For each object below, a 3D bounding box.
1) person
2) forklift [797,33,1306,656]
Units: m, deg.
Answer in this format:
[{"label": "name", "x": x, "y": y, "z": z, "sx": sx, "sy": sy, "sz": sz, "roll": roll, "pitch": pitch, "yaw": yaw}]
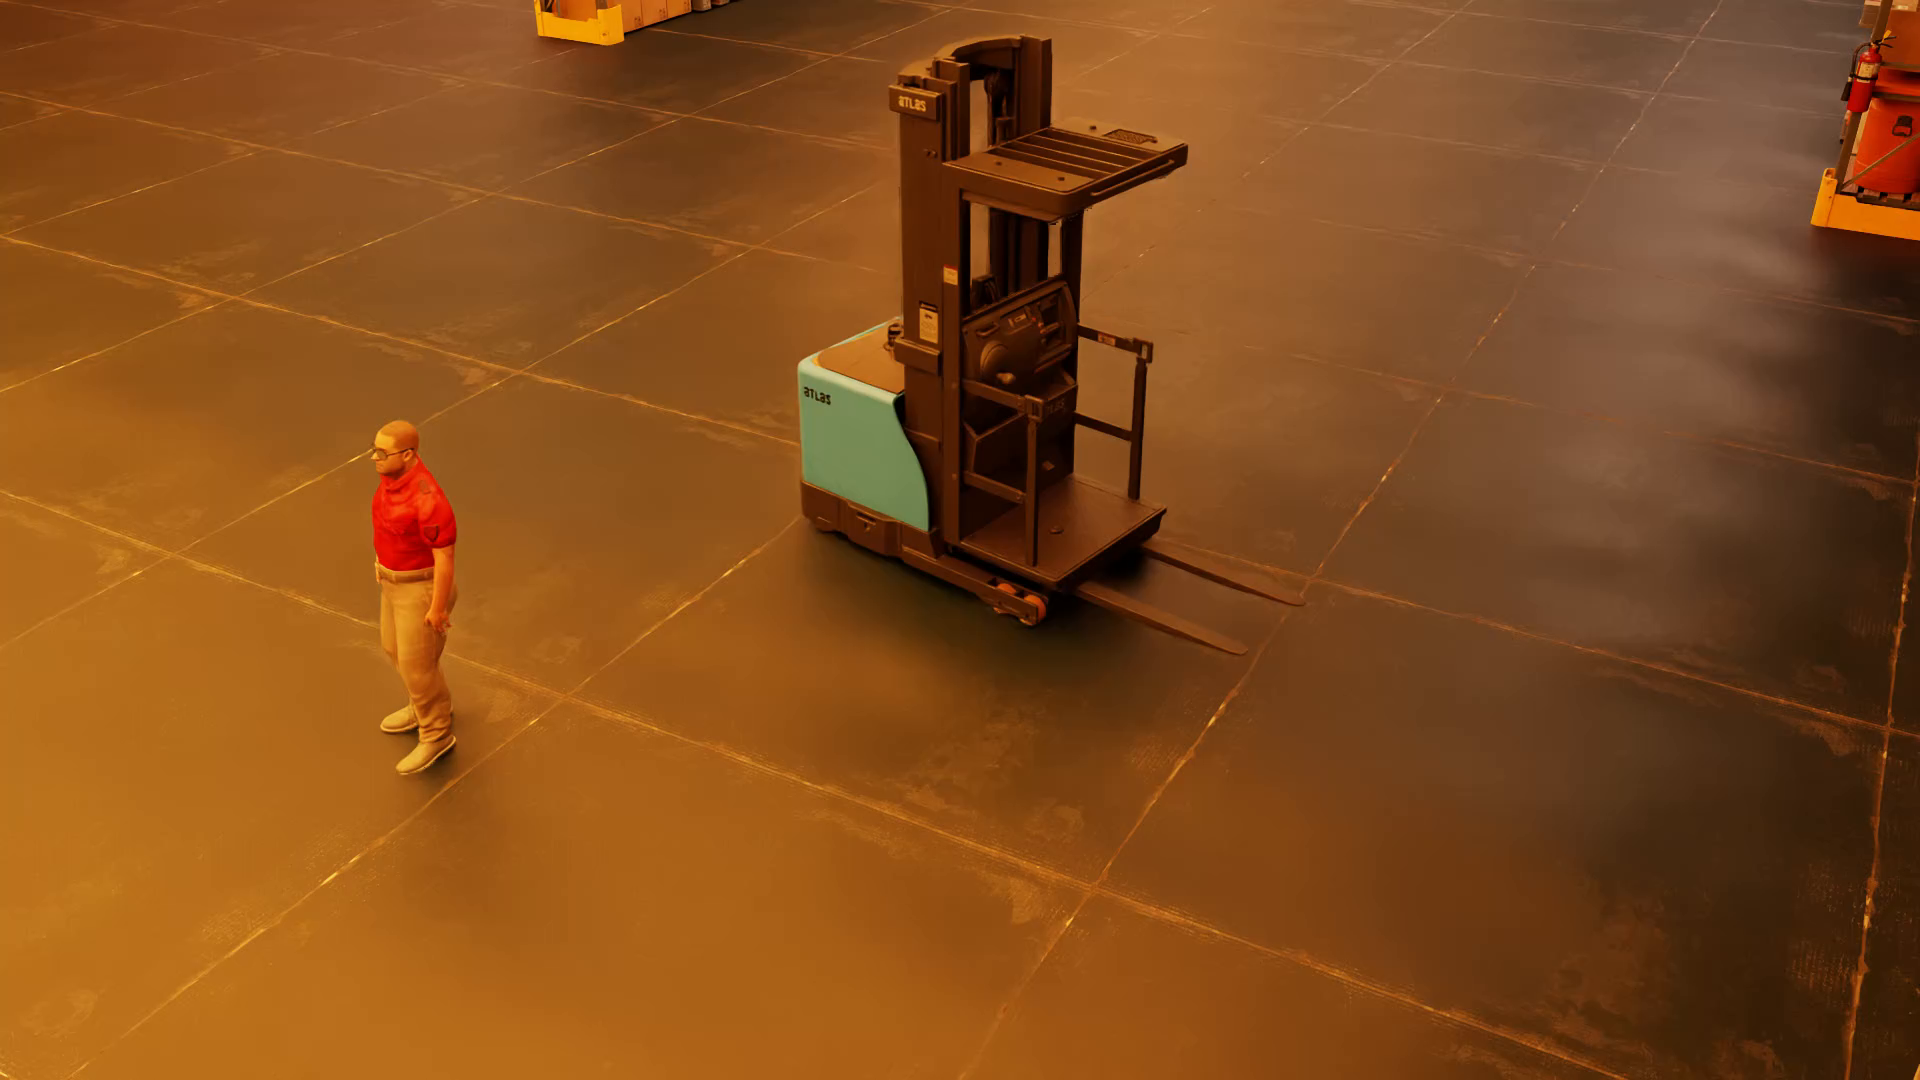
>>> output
[{"label": "person", "x": -2.637, "y": 0.247, "z": 7.873, "sx": 0.476, "sy": 1.750, "sz": 0.622, "roll": -19, "pitch": 35, "yaw": -29}, {"label": "forklift", "x": 0.493, "y": -1.096, "z": 8.969, "sx": 3.031, "sy": 2.935, "sz": 1.130, "roll": 22, "pitch": 37, "yaw": 33}]
